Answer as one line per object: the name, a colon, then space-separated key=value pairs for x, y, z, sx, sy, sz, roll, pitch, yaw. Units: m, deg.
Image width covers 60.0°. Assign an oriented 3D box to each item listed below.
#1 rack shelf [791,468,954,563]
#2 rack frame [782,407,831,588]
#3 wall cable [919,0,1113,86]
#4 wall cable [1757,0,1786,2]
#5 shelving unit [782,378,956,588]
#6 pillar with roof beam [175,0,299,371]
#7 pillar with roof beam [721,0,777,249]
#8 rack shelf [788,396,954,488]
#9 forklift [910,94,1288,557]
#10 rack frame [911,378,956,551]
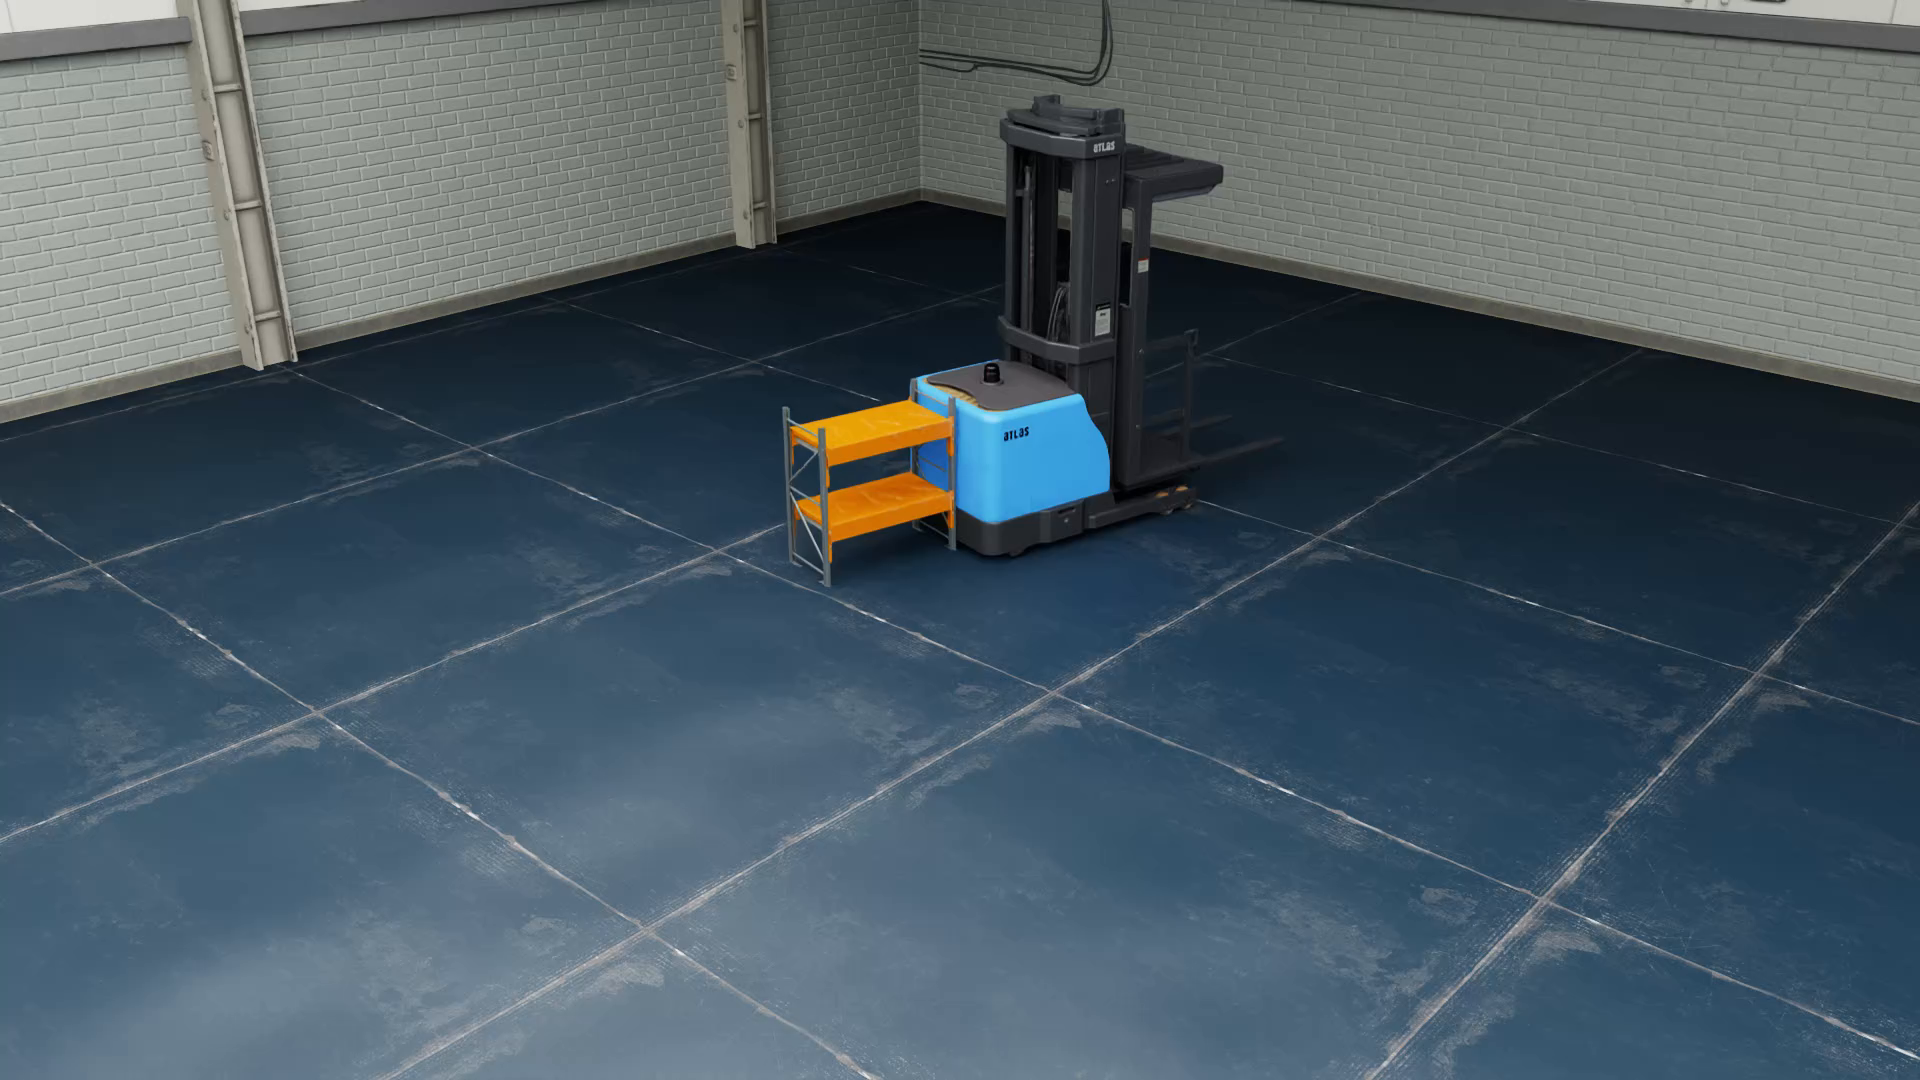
rack shelf: x=-0.599 y=-0.178 z=11.369 sx=1.000 sy=0.278 sz=0.538 roll=-16 pitch=29 yaw=-32
rack frame: x=-1.014 y=-0.281 z=11.001 sx=0.032 sy=1.125 sz=0.500 roll=-16 pitch=29 yaw=-32
wall cable: x=0.558 y=-6.703 z=19.496 sx=3.097 sy=2.526 sz=0.112 roll=20 pitch=31 yaw=38
wall cable: x=7.617 y=-7.075 z=12.373 sx=2.305 sy=6.003 sz=0.169 roll=20 pitch=31 yaw=38
shelving unit: x=-0.599 y=-0.401 z=11.269 sx=1.048 sy=1.125 sz=0.538 roll=-16 pitch=29 yaw=-32
pillar with roof beam: x=-3.192 y=-4.580 z=10.966 sx=9.100 sy=9.000 sz=0.400 roll=20 pitch=31 yaw=38
pillar with roof beam: x=0.813 y=-6.408 z=15.043 sx=9.100 sy=9.000 sz=0.400 roll=20 pitch=31 yaw=38
rack shelf: x=-0.599 y=-0.668 z=11.149 sx=1.000 sy=0.278 sz=0.538 roll=-16 pitch=29 yaw=-32
forklift: x=1.130 y=-1.679 z=11.913 sx=3.031 sy=2.935 sz=1.130 roll=-16 pitch=29 yaw=-32
rack frame: x=-0.185 y=-0.521 z=11.537 sx=0.032 sy=1.125 sz=0.500 roll=-16 pitch=29 yaw=-32
